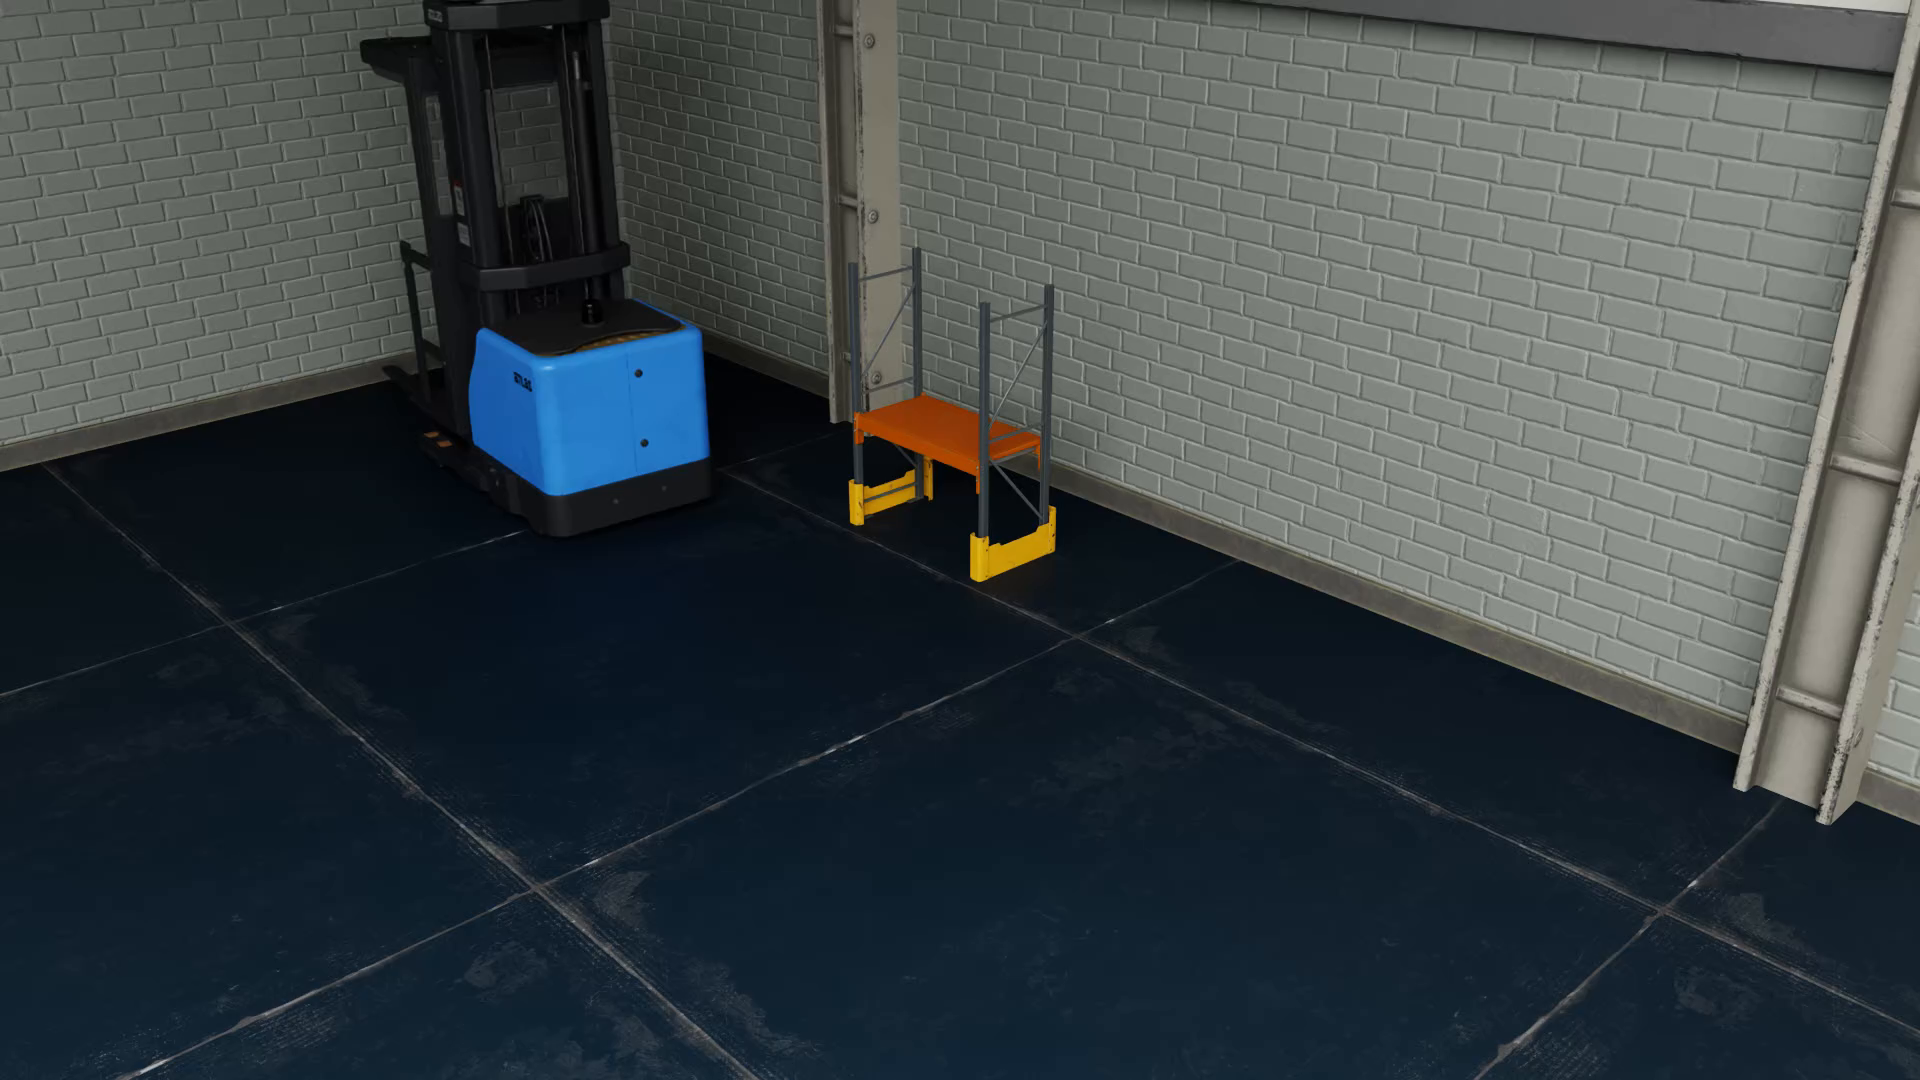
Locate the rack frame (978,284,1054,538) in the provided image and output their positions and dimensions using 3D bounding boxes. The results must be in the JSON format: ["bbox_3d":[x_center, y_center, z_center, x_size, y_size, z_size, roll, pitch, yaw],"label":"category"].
[{"bbox_3d":[0.289,-0.554,8.658,0.500,1.500,0.032,-21,32,-38],"label":"rack frame"}]

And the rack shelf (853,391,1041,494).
[{"bbox_3d":[-0.058,-0.545,9.070,0.538,0.185,1.000,-21,32,-38],"label":"rack shelf"}]

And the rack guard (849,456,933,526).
[{"bbox_3d":[-0.392,-0.288,9.579,0.587,0.250,0.087,-21,32,-38],"label":"rack guard"}]

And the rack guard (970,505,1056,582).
[{"bbox_3d":[0.288,0.014,8.918,0.587,0.250,0.087,-21,32,-38],"label":"rack guard"}]

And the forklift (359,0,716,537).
[{"bbox_3d":[-2.727,-1.894,9.871,1.130,2.935,3.031,-18,30,-34],"label":"forklift"}]

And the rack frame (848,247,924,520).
[{"bbox_3d":[-0.406,-0.862,9.333,0.500,1.500,0.032,-21,32,-38],"label":"rack frame"}]

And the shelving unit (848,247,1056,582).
[{"bbox_3d":[-0.052,-0.705,8.989,0.587,1.500,1.083,-21,32,-38],"label":"shelving unit"}]

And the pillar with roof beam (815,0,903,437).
[{"bbox_3d":[-3.756,-3.639,6.385,9.100,9.000,0.400,-21,32,-38],"label":"pillar with roof beam"}]

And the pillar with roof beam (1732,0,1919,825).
[{"bbox_3d":[0.345,-1.821,2.400,9.100,9.000,0.400,-21,32,-38],"label":"pillar with roof beam"}]
